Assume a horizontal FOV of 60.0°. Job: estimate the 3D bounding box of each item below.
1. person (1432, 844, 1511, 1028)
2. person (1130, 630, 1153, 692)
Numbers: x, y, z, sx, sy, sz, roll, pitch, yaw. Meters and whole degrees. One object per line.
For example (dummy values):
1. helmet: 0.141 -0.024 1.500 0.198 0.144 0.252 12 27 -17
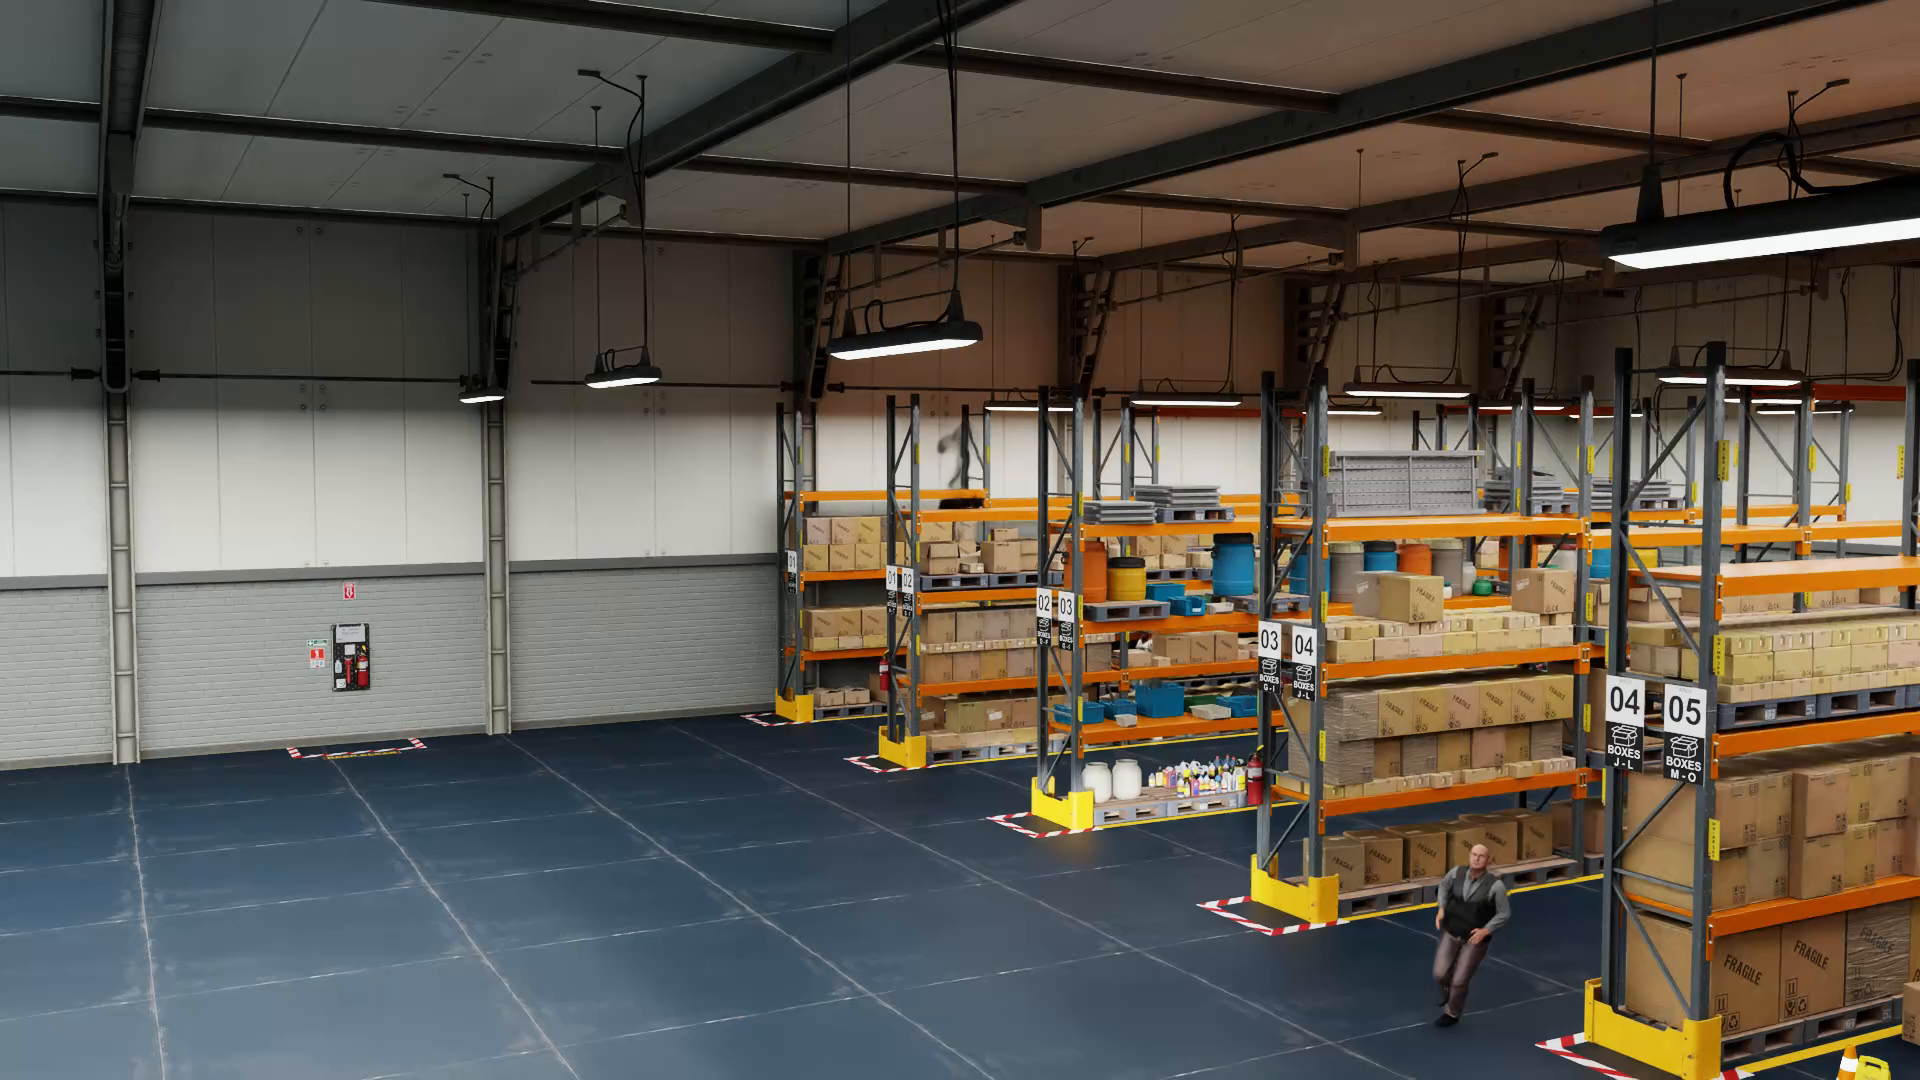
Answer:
1. person: 4.499 3.510 14.750 0.647 1.666 0.535 2 4 36
2. person: 3.558 2.503 31.768 0.778 1.759 0.681 -2 4 -27
